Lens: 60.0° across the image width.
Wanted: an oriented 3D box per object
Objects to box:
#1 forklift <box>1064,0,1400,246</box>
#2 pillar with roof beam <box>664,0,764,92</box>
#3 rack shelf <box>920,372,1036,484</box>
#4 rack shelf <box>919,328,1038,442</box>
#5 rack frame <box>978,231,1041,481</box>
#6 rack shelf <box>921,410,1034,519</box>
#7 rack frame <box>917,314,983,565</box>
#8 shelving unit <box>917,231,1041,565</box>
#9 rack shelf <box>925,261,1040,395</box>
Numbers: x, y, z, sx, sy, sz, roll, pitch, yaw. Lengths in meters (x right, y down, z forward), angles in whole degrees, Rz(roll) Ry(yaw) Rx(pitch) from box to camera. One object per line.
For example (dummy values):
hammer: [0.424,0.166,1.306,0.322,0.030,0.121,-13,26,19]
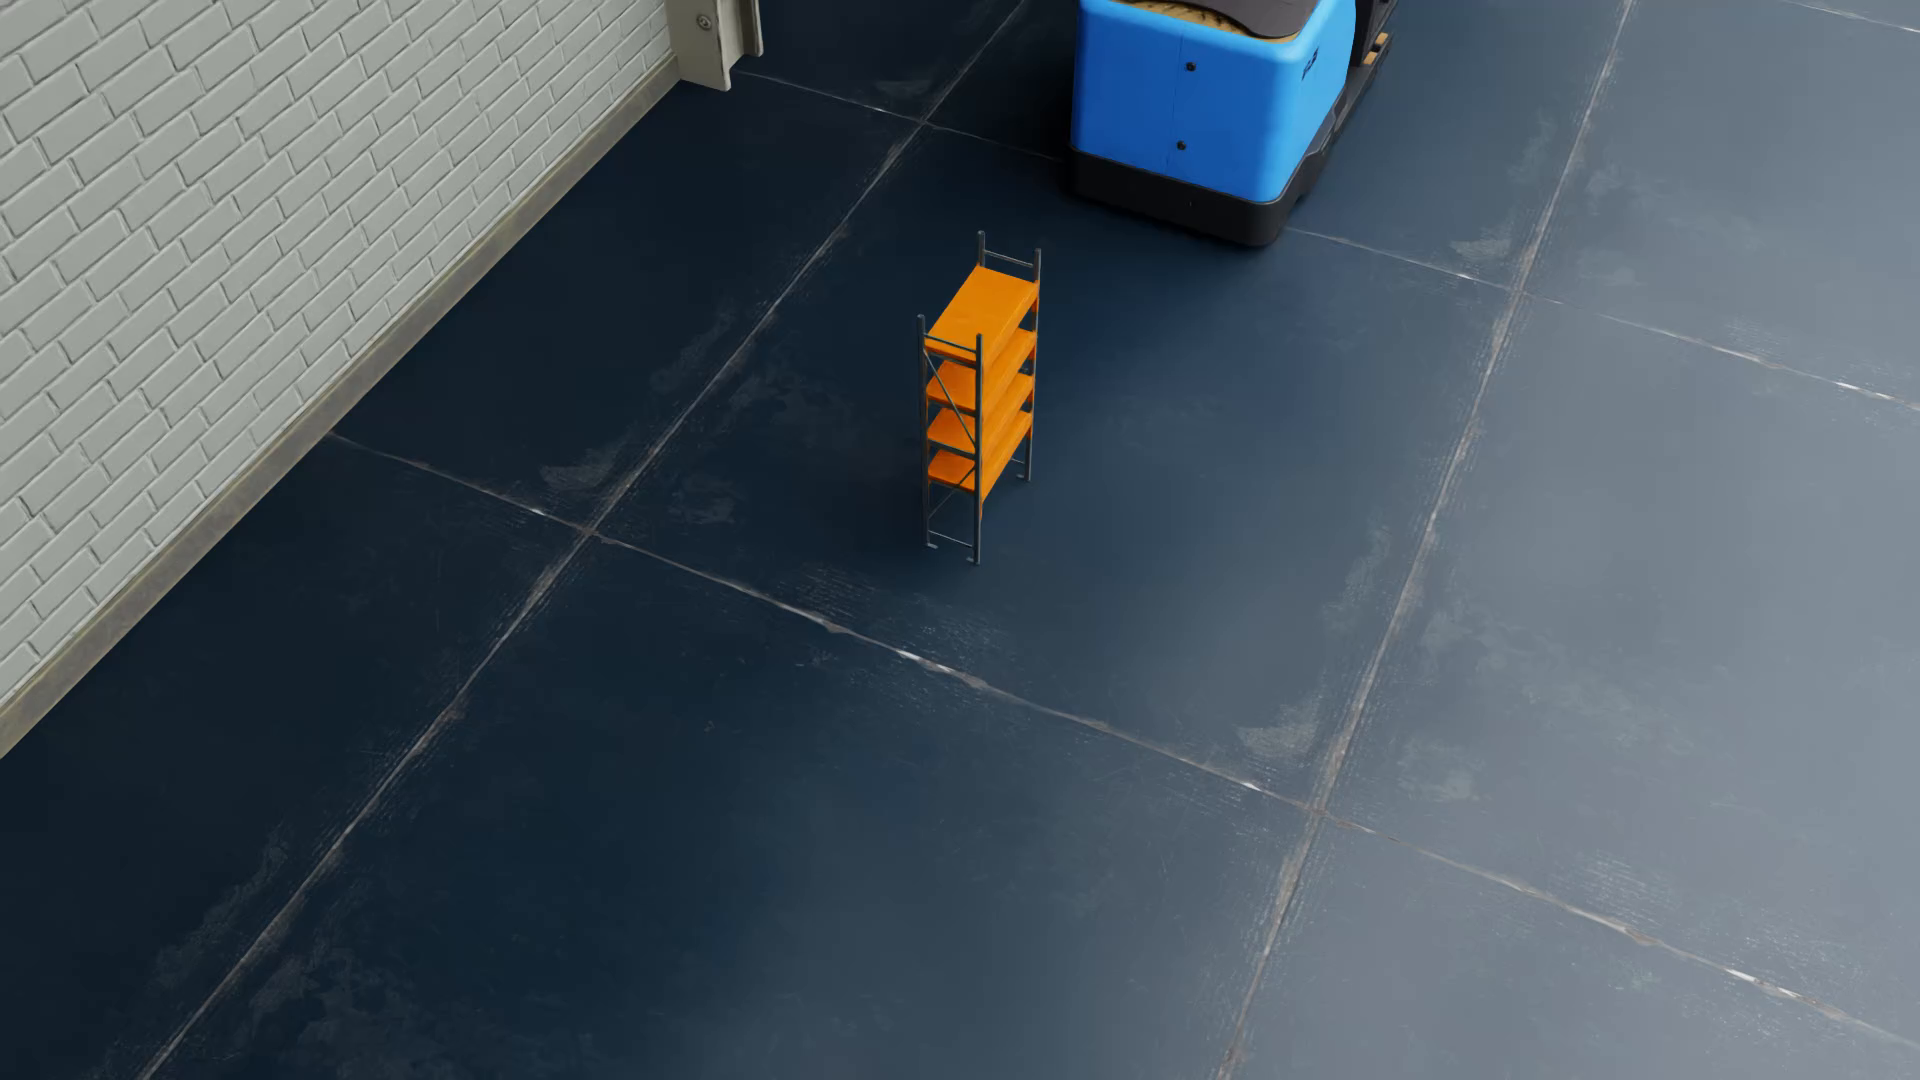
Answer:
forklift: [1.599,-3.432,7.561,1.130,2.935,3.031,20,53,17]
pillar with roof beam: [2.639,-3.998,4.059,9.100,9.000,0.400,20,52,16]
rack shelf: [0.071,-0.459,6.256,0.258,0.148,0.480,20,52,16]
rack shelf: [0.071,-0.604,6.086,0.258,0.148,0.480,20,52,16]
rack frame: [0.175,-0.671,6.348,0.240,1.200,0.015,20,52,16]
rack shelf: [0.071,-0.331,6.408,0.258,0.148,0.480,20,52,16]
rack frame: [-0.034,-0.335,6.062,0.240,1.200,0.015,20,52,16]
shelving unit: [0.071,-0.503,6.205,0.258,1.200,0.503,20,52,16]
rack shelf: [0.071,-0.757,5.906,0.258,0.148,0.480,20,52,16]
